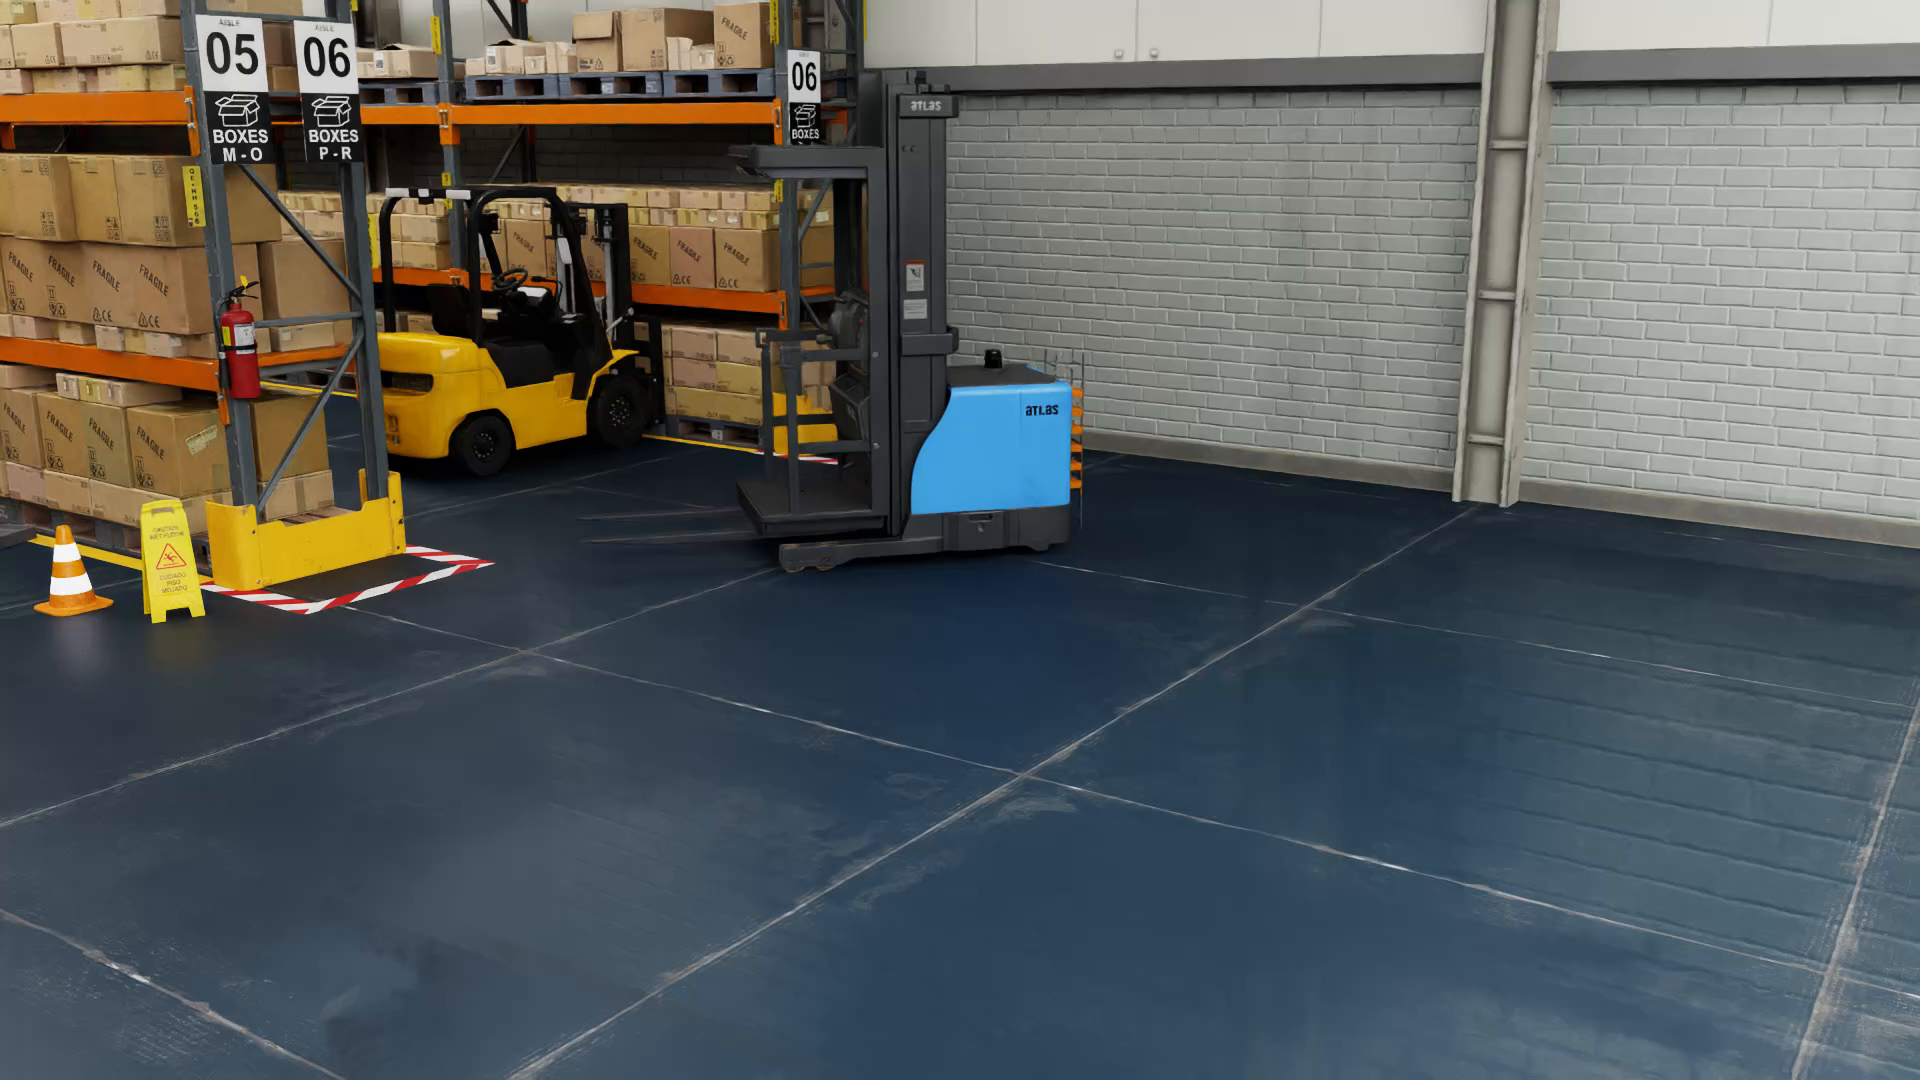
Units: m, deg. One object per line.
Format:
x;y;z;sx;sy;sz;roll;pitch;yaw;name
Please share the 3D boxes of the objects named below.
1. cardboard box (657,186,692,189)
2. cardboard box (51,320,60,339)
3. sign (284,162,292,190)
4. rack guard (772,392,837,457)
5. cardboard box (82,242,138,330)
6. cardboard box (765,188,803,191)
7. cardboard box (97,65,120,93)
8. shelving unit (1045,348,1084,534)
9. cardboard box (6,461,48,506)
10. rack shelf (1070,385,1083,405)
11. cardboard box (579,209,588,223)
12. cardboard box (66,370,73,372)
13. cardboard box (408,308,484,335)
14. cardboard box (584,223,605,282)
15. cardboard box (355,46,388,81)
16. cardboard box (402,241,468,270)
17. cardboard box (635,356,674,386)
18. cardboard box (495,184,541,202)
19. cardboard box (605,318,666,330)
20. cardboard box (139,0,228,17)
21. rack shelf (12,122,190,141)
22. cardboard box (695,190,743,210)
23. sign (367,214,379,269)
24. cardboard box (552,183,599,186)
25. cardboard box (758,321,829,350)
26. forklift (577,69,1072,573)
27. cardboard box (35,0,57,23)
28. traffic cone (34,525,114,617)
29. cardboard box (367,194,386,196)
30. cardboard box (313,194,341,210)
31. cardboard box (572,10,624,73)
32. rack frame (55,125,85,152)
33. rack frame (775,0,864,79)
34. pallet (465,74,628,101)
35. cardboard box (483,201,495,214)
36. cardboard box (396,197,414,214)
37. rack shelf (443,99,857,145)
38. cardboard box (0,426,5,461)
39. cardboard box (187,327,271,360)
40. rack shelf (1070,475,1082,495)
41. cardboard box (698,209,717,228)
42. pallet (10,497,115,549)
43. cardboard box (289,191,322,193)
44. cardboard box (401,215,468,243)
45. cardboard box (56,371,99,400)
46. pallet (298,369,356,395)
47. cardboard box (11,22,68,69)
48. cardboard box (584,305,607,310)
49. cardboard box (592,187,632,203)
-2.547;-3.082;14.853;0.250;0.149;0.380;9;17;33;cardboard box
-5.575;-1.377;10.668;0.250;0.149;0.380;9;17;33;cardboard box
-7.451;-4.019;18.408;0.005;0.325;0.100;9;17;33;sign
-1.100;-1.057;14.051;0.348;0.500;1.175;9;17;33;rack guard
-4.904;-1.562;10.063;0.500;0.500;0.500;9;17;33;cardboard box
-1.465;-2.917;14.187;0.250;0.149;0.380;10;17;35;cardboard box
-4.766;-2.678;9.681;0.250;0.149;0.380;10;17;34;cardboard box
0.677;-0.641;10.916;0.189;1.200;0.258;-4;14;-15;shelving unit
-5.977;-0.416;11.108;0.500;0.250;0.500;9;16;32;cardboard box
0.677;-0.947;10.840;0.180;0.103;0.258;-4;14;-15;rack shelf
-3.276;-2.900;14.740;0.250;0.149;0.380;9;16;31;cardboard box
-6.143;-0.959;11.742;0.500;0.500;0.500;10;17;34;cardboard box
-4.878;-1.929;16.439;0.625;0.625;0.875;10;17;35;cardboard box
-2.949;-2.541;14.636;0.500;0.500;0.500;9;17;33;cardboard box
-5.813;-4.626;16.130;0.500;0.311;0.500;9;16;31;cardboard box
-5.003;-2.752;16.011;0.500;0.250;0.500;10;17;34;cardboard box
-2.549;-1.522;14.539;0.500;0.250;0.500;9;16;32;cardboard box
-4.063;-3.202;15.339;0.250;0.149;0.380;9;17;34;cardboard box
-2.944;-1.830;14.740;0.500;0.250;0.500;9;16;32;cardboard box
-4.333;-2.991;9.283;0.250;0.149;0.380;9;17;33;cardboard box
-9.418;-4.721;18.907;4.000;0.370;1.077;9;17;33;rack shelf
-1.989;-2.844;13.891;0.250;0.149;0.380;10;17;34;cardboard box
-3.585;-1.811;10.097;0.005;0.325;0.100;9;17;33;sign
-3.594;-3.260;15.574;0.250;0.149;0.380;9;17;32;cardboard box
-1.413;-1.730;14.336;0.500;0.250;0.500;9;16;32;cardboard box
-0.866;-1.367;10.245;3.031;2.935;1.130;-4;14;-15;forklift
-5.330;-3.182;10.057;0.250;0.149;0.380;9;16;31;cardboard box
-4.964;0.148;9.262;0.334;0.463;0.336;9;17;33;traffic cone
-5.850;-3.477;17.068;0.250;0.149;0.380;9;17;33;cardboard box
-6.312;-3.421;16.844;0.250;0.149;0.380;9;17;33;cardboard box
-2.882;-4.286;14.355;0.637;0.503;0.797;10;17;35;cardboard box
-11.077;-3.883;20.265;0.127;3.000;1.000;9;17;33;rack frame
-1.120;-5.185;13.043;0.127;3.000;1.000;9;17;33;rack frame
-3.717;-4.113;15.140;1.213;0.211;1.003;9;17;33;pallet
-4.322;-3.078;15.456;0.250;0.149;0.380;9;16;32;cardboard box
-5.245;-3.249;16.147;0.250;0.149;0.380;9;17;33;cardboard box
-2.780;-3.648;14.573;4.000;0.370;1.077;9;17;33;rack shelf
-6.417;-0.850;11.303;0.500;0.500;0.500;10;17;35;cardboard box
-4.317;-1.169;9.824;0.250;0.149;0.380;10;17;35;cardboard box
0.677;-0.365;10.984;0.180;0.103;0.258;-4;14;-15;rack shelf
-1.974;-2.703;13.940;0.250;0.149;0.380;10;17;34;cardboard box
-5.613;-0.219;11.270;1.213;0.211;1.003;9;17;33;pallet
-6.915;-3.647;17.753;0.250;0.149;0.380;9;17;33;cardboard box
-4.989;-2.994;15.949;0.500;0.250;0.500;9;16;32;cardboard box
-5.464;-0.992;10.527;0.250;0.149;0.380;10;17;35;cardboard box
-6.089;-1.711;17.294;1.213;0.211;1.003;9;17;33;pallet
-5.312;-2.962;9.996;0.500;0.250;0.500;10;17;34;cardboard box
-3.494;-2.072;15.717;0.500;0.250;0.500;9;16;32;cardboard box
-3.010;-3.029;14.639;0.250;0.149;0.380;9;17;33;cardboard box
